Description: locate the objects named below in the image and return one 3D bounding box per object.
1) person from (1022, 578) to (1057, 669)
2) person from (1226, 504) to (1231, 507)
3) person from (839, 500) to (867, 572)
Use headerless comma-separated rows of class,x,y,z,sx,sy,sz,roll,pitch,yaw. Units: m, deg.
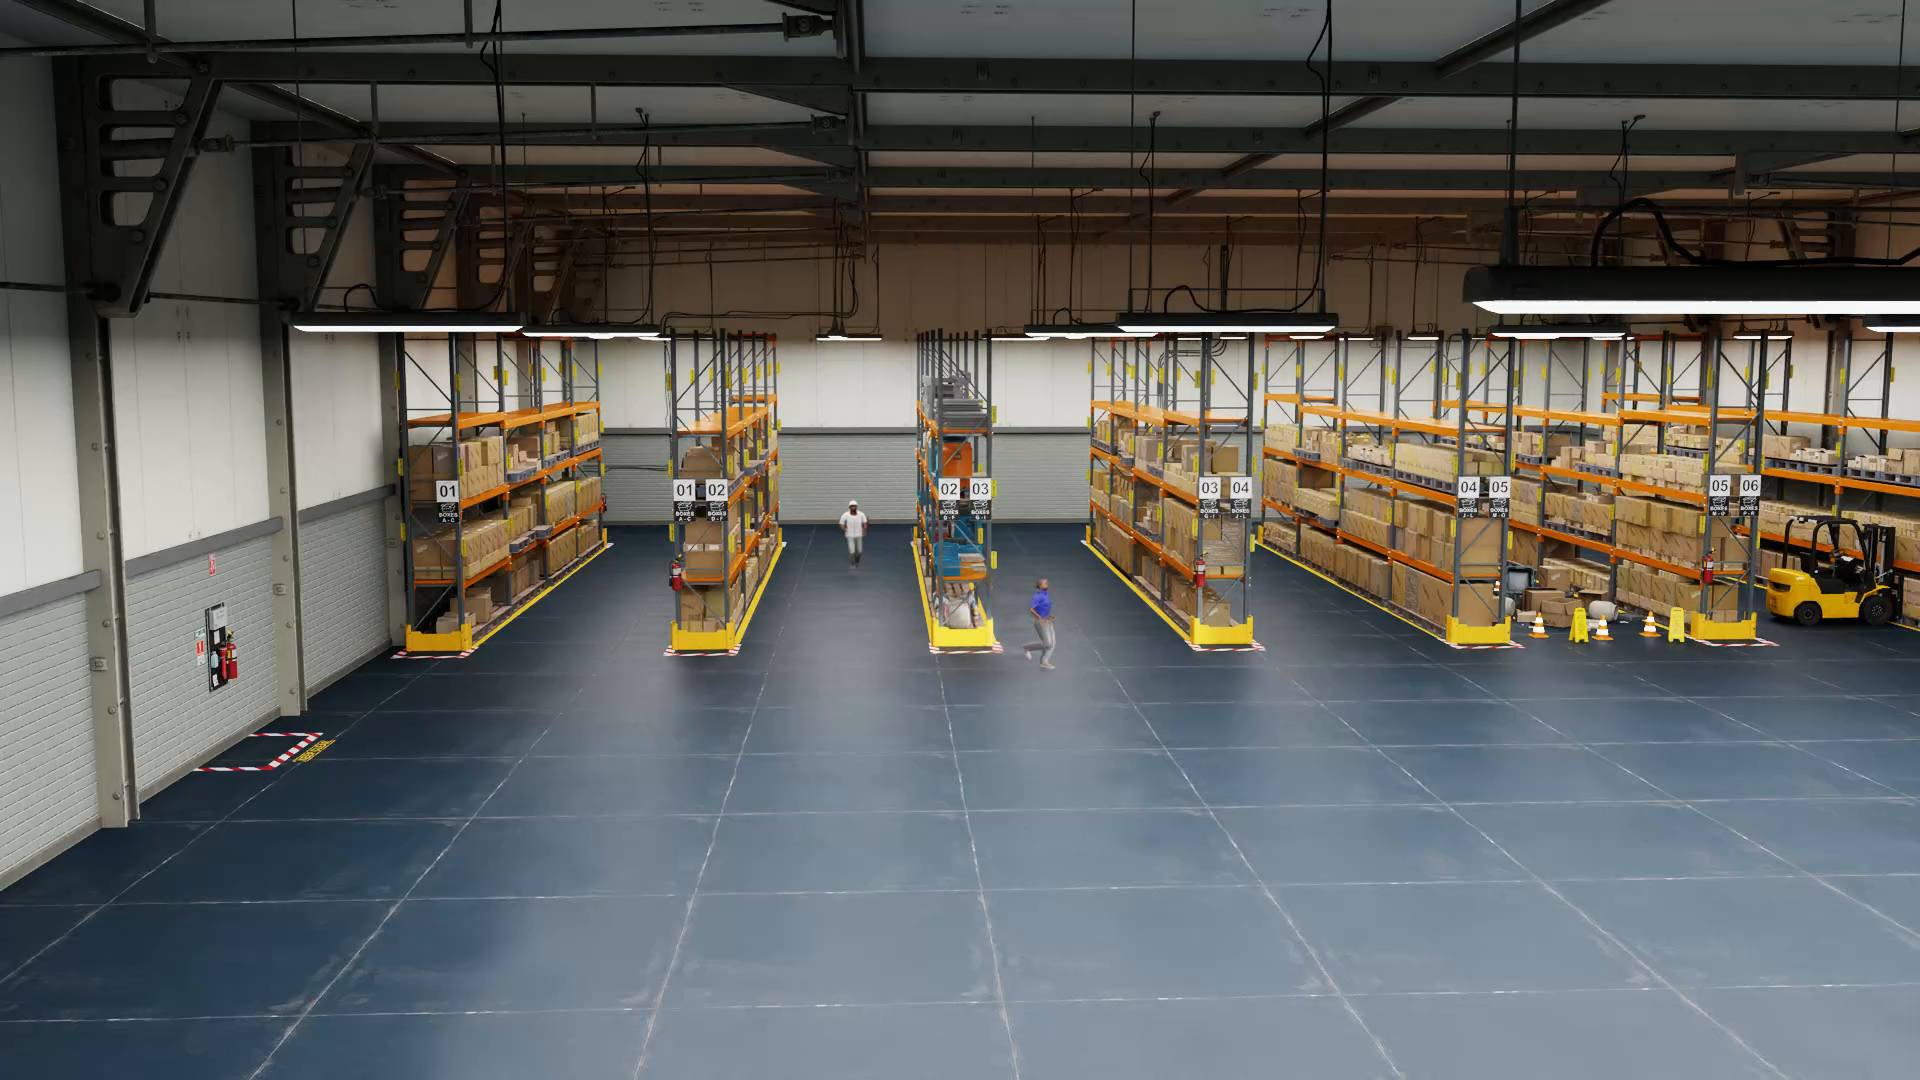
person,1.416,1.467,29.467,0.592,1.619,0.585,3,7,25
person,7.454,-0.669,46.873,0.684,1.735,0.920,1,7,11
person,-2.545,-0.074,40.016,0.692,1.754,0.567,-1,7,-11
